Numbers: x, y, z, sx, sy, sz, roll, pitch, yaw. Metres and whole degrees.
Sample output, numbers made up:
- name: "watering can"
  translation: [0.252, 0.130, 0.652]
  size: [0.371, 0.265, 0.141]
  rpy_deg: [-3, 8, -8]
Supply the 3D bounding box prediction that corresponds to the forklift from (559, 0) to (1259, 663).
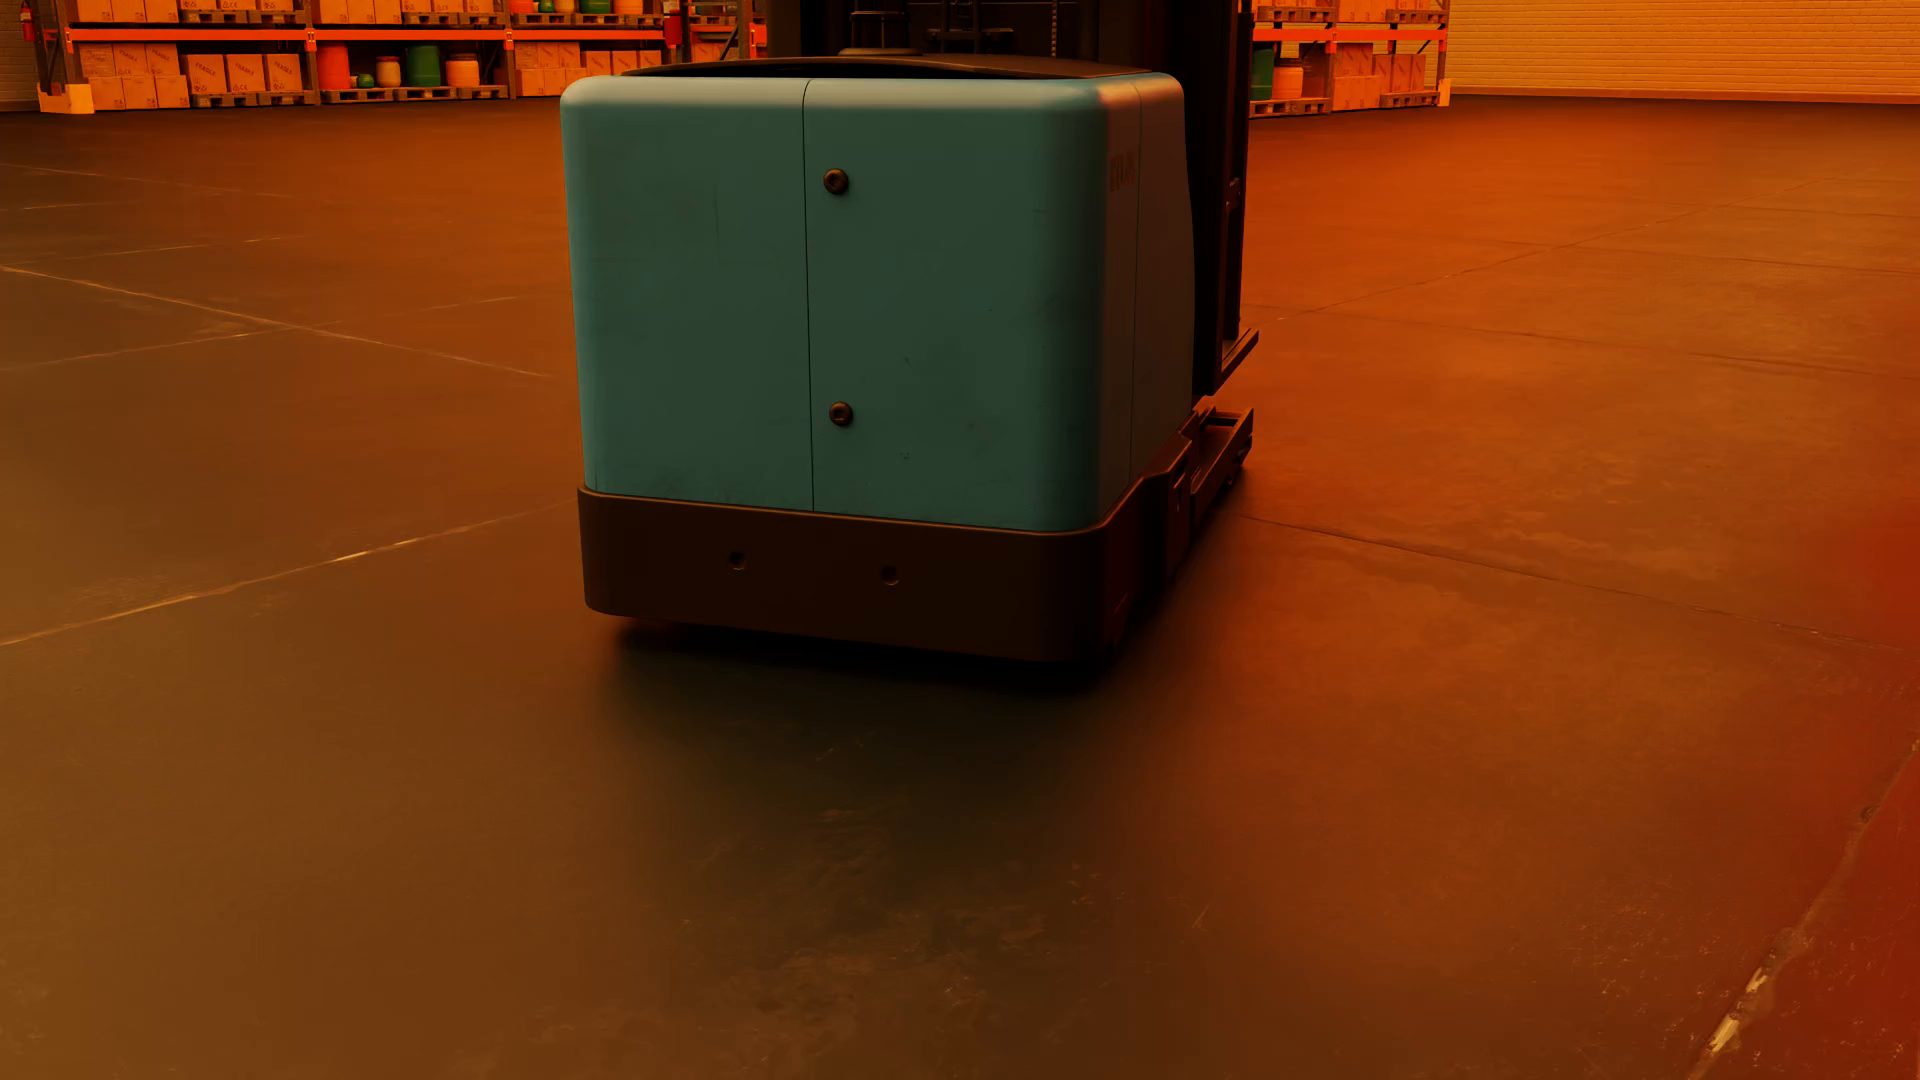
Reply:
- name: "forklift"
  translation: [0.182, -1.571, 4.072]
  size: [1.130, 2.935, 3.031]
  rpy_deg: [5, 18, 17]
